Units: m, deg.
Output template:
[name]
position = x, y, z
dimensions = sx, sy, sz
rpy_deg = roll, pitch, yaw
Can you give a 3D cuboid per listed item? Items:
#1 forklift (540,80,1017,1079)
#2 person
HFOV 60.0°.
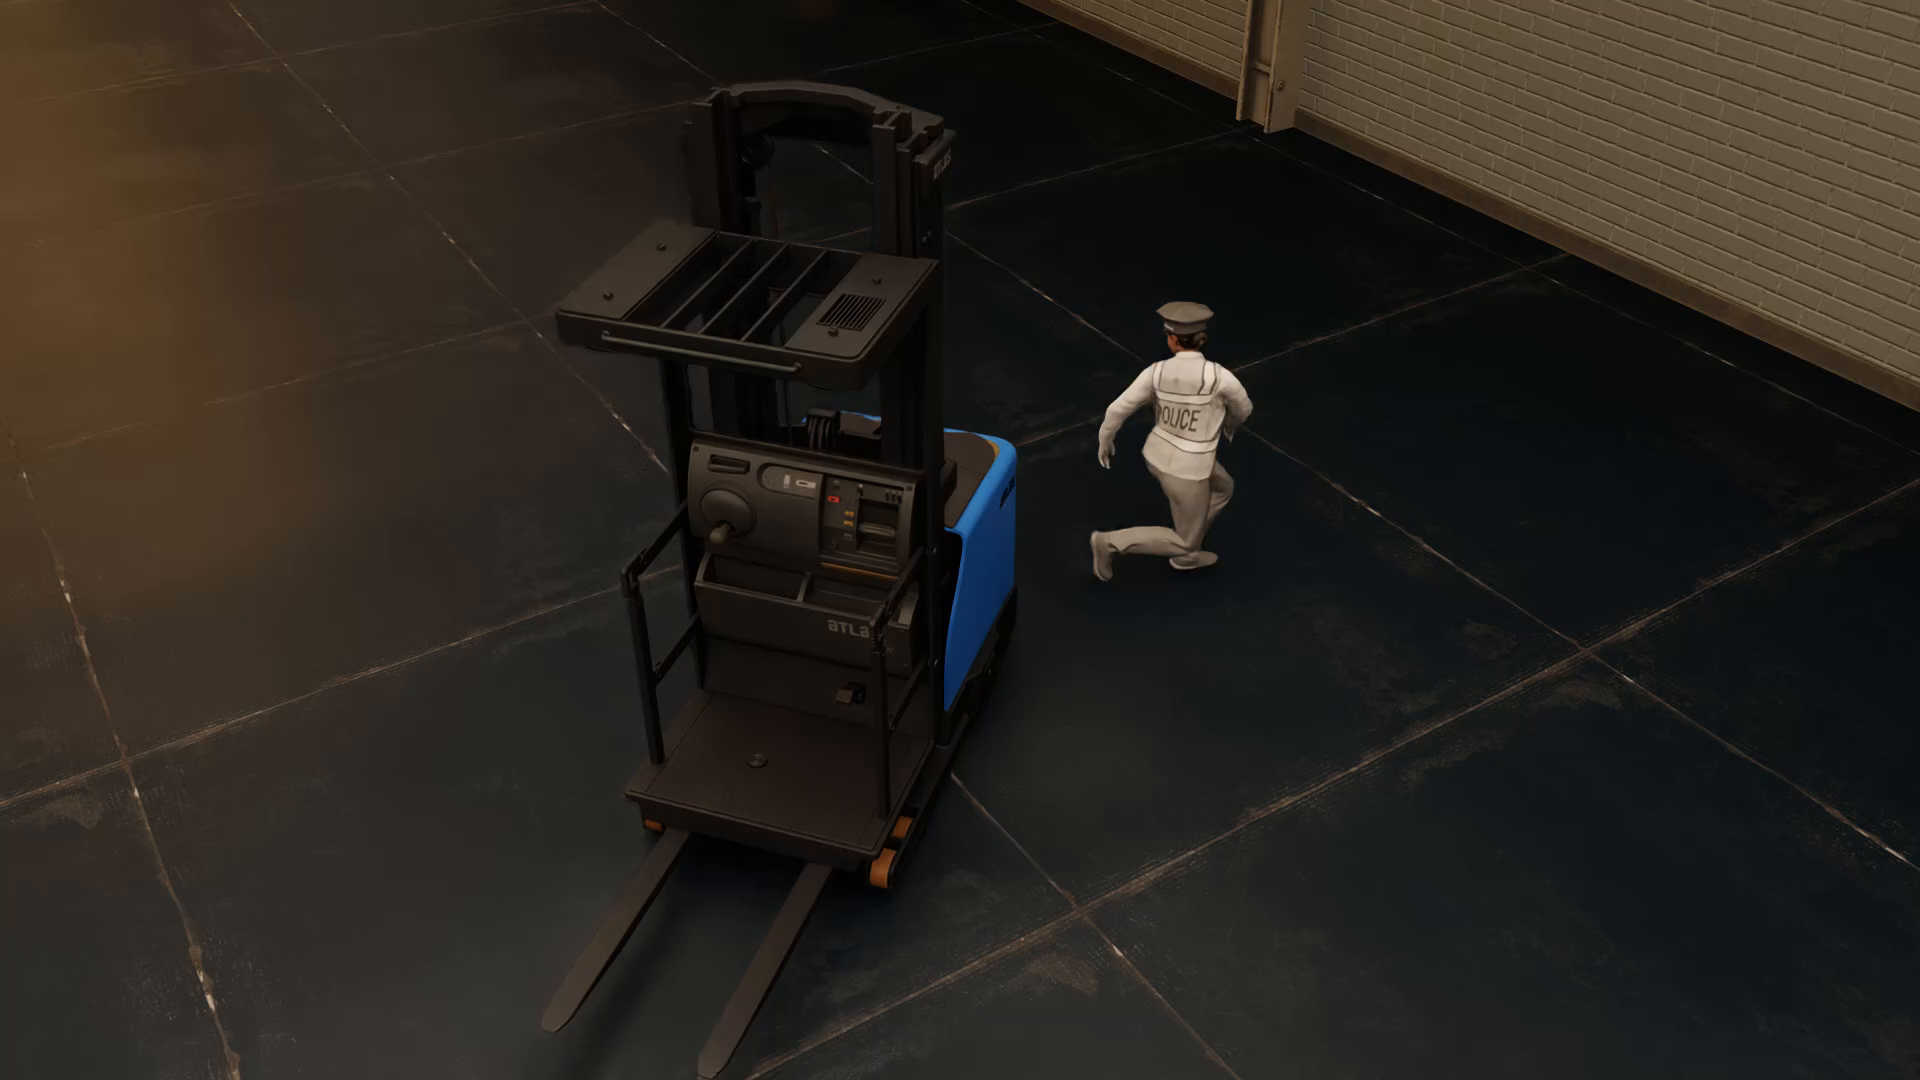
[forklift]
position = -0.682, -0.059, 6.232
dimensions = 1.130, 2.935, 3.031
rpy_deg = 11, 37, 15
[person]
position = 1.016, -0.446, 8.123
dimensions = 0.842, 1.449, 0.564
rpy_deg = -18, 39, -24
